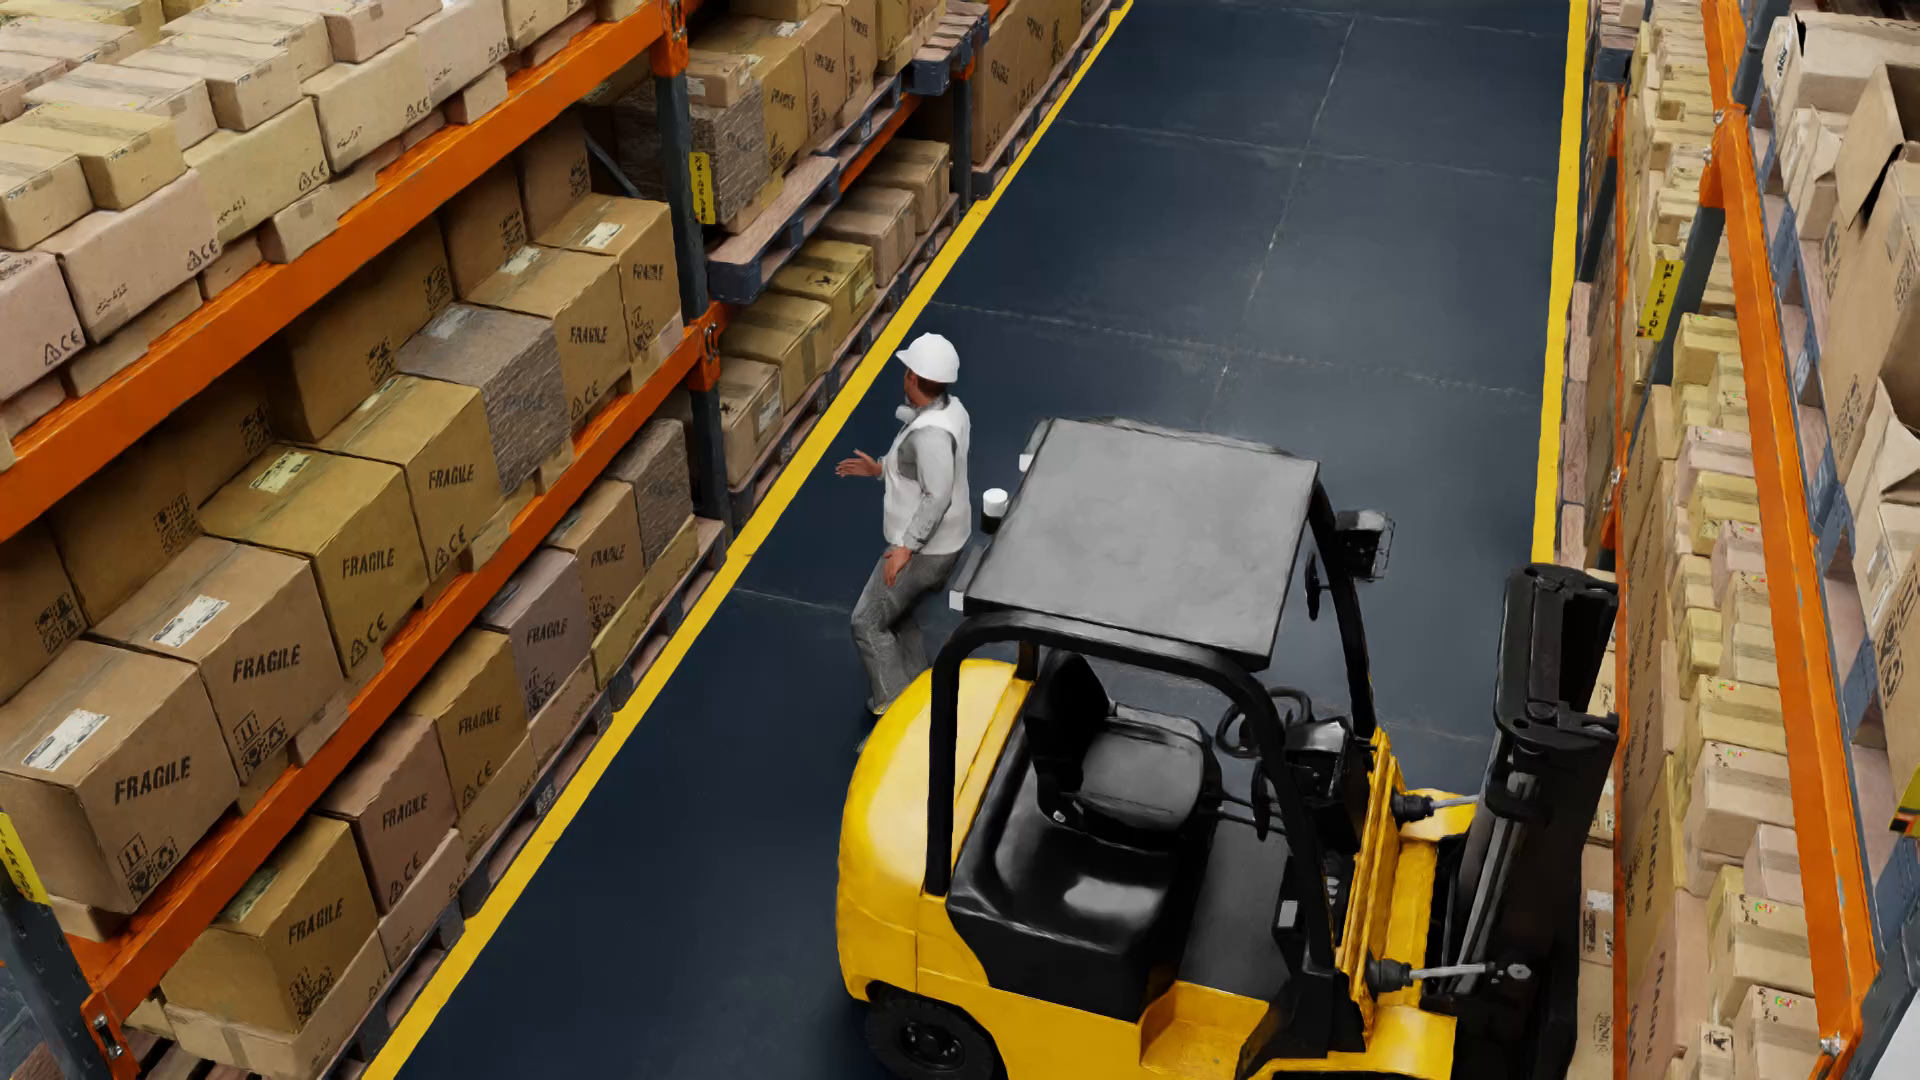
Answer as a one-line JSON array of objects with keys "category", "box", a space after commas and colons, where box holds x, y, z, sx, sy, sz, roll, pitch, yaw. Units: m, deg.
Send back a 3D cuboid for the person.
[{"category": "person", "box": [-0.265, 0.022, 6.966, 0.567, 1.688, 0.905, 7, 37, 10]}]
